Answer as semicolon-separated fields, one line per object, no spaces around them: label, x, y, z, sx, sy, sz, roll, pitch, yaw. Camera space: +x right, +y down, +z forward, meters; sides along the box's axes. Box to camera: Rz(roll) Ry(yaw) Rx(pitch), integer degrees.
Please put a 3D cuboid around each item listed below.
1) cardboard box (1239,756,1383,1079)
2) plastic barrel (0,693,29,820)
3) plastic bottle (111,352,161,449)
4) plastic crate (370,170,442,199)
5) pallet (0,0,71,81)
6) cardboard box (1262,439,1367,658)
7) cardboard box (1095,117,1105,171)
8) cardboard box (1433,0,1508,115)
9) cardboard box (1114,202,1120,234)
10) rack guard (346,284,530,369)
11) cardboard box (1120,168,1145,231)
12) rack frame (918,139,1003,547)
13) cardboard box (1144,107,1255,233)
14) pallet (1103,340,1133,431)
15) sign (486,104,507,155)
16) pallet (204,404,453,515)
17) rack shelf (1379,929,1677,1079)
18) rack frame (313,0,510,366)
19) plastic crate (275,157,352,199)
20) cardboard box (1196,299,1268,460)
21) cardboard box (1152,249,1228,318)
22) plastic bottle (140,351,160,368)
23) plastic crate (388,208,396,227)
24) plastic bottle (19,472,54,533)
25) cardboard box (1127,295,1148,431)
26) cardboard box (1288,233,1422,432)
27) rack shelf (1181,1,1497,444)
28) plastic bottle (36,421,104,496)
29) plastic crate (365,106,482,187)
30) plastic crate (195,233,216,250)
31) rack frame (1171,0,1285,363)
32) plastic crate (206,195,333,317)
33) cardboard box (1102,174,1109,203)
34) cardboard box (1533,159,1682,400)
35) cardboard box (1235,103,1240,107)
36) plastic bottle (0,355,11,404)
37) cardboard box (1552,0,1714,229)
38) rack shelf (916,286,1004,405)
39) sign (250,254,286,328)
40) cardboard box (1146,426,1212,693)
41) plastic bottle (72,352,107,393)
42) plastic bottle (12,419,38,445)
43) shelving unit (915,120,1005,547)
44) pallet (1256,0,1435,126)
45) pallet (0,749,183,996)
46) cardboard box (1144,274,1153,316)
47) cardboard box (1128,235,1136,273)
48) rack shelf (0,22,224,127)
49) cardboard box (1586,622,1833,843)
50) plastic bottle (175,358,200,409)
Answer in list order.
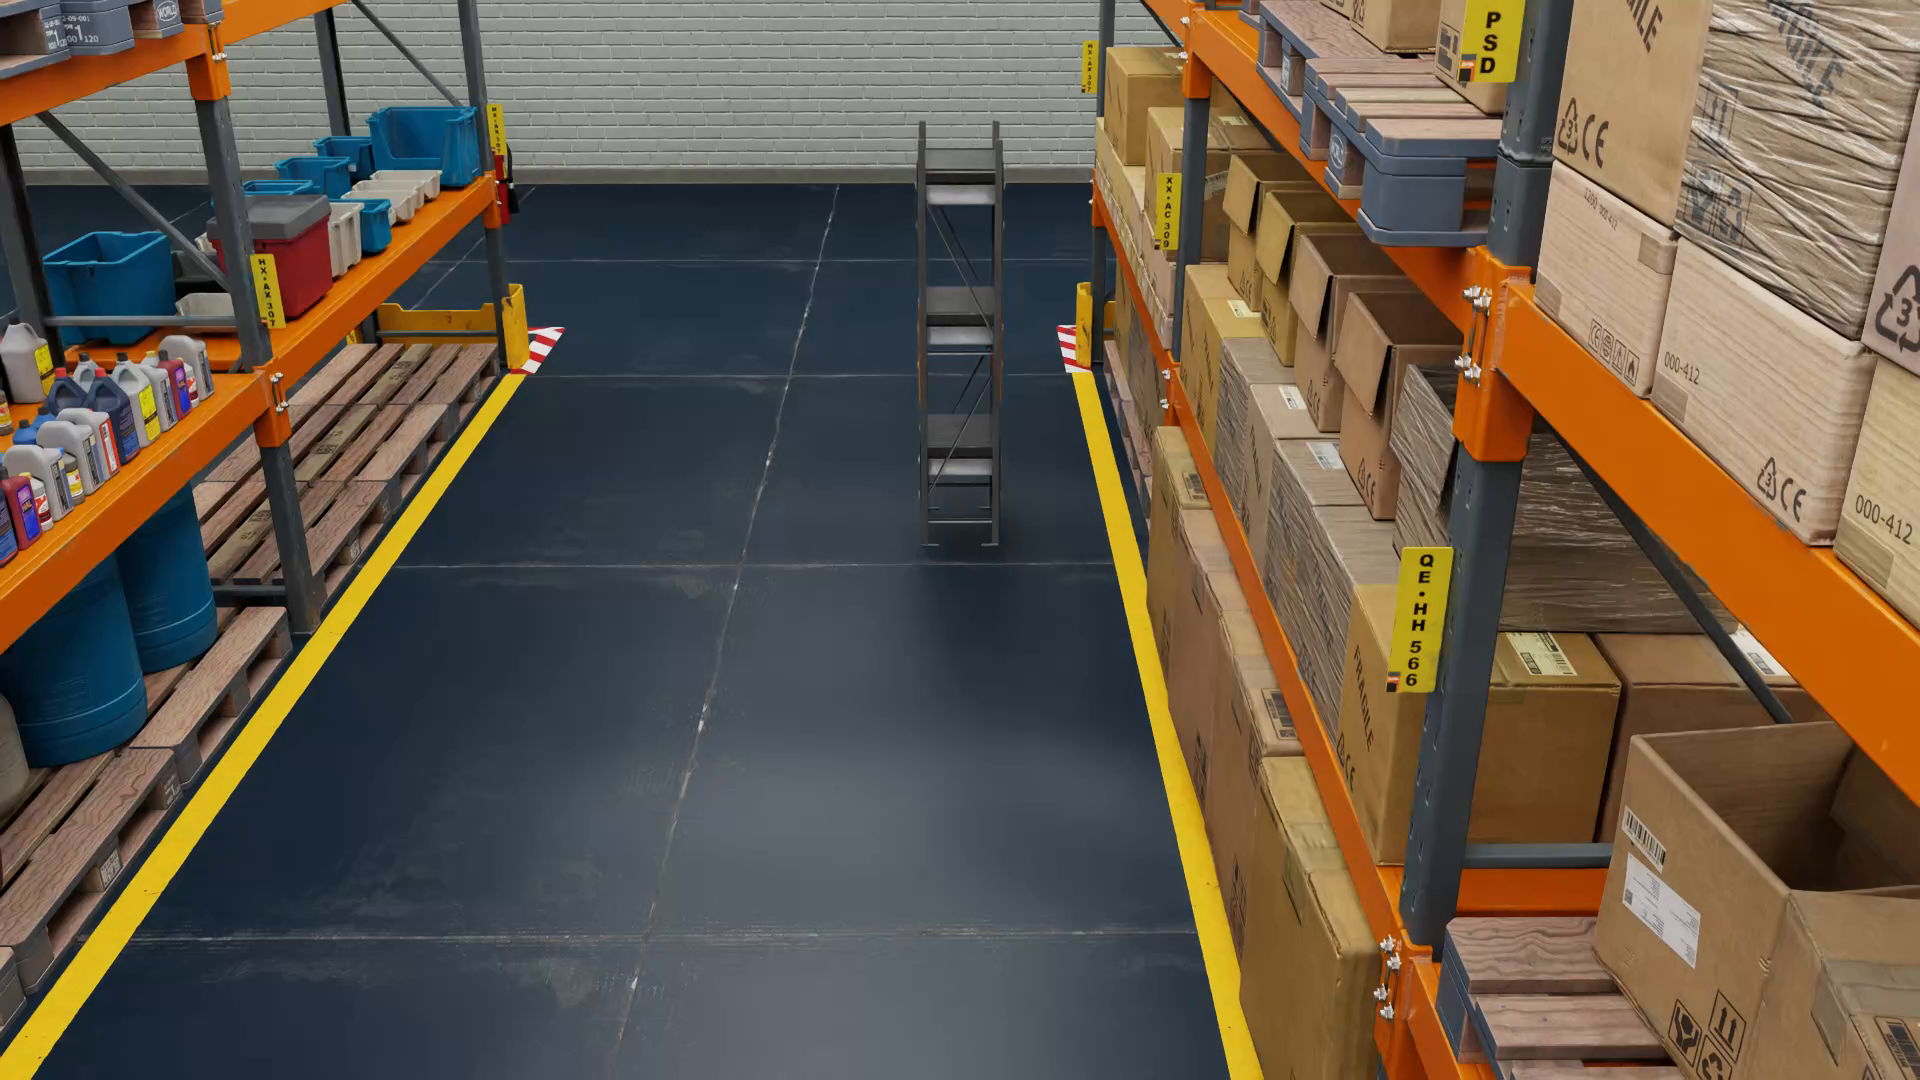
cardboard box;1.491;1.180;4.571;1.225;0.875;0.875;-1;24;-3
plastic barrel;-3.605;0.753;5.955;0.421;0.512;0.421;0;24;0
plastic bottle;-3.181;-0.539;6.362;0.144;0.351;0.185;0;24;-1
plastic crate;-3.372;-2.159;10.131;0.396;0.136;0.243;0;24;-1
pallet;-3.397;-1.430;4.860;1.003;0.211;1.213;0;24;-1
cardboard box;1.216;0.020;4.944;0.500;0.500;0.500;-1;24;-2
cardboard box;1.126;-2.477;10.409;0.500;0.250;0.500;-1;24;-2
cardboard box;1.399;-1.169;3.420;0.797;0.503;0.637;1;24;3
cardboard box;1.081;-1.817;9.433;0.380;0.149;0.250;-1;24;-1
rack guard;-3.576;-1.458;11.367;1.175;0.500;0.348;0;24;-1
cardboard box;1.151;-1.841;9.002;0.500;0.250;0.500;-1;24;-2
rack frame;0.001;-0.924;8.246;0.400;2.100;0.015;0;24;-1
cardboard box;1.160;-1.765;7.923;0.500;0.500;0.500;0;24;0
pallet;1.477;-1.010;10.726;1.003;0.211;1.213;0;24;-1
sign;-3.012;-2.671;10.817;0.100;0.325;0.005;0;24;-1
pallet;-3.582;-0.475;9.544;1.003;0.211;1.213;0;24;-1
rack shelf;1.499;1.839;1.917;1.077;0.370;4.000;0;24;-1
rack frame;-3.562;-2.587;10.830;1.000;3.000;0.127;0;24;-1
plastic crate;-3.882;-2.164;10.024;0.416;0.233;0.300;0;24;-1
cardboard box;1.195;-0.609;6.335;0.500;0.500;0.500;0;24;0
cardboard box;1.167;-1.209;7.604;0.500;0.250;0.500;-1;24;-2
plastic bottle;-3.316;-0.679;6.853;0.097;0.201;0.097;0;24;0
plastic crate;-3.334;-1.803;9.344;0.298;0.136;0.250;0;24;-1
plastic bottle;-3.149;-0.130;5.639;0.097;0.201;0.097;0;24;0
cardboard box;1.487;-1.194;9.819;0.875;0.875;0.875;0;24;-1
cardboard box;1.468;-0.662;5.234;0.797;0.503;0.637;1;24;1
rack shelf;1.456;-1.176;4.943;1.077;0.370;4.000;0;24;-1
plastic bottle;-3.180;-0.307;5.940;0.152;0.276;0.135;0;24;-1
plastic crate;-3.372;-2.493;10.507;0.616;0.435;0.499;0;24;-1
plastic crate;-3.838;-1.562;8.811;0.293;0.136;0.466;0;24;-1
rack frame;1.434;-0.961;7.235;1.000;3.000;0.127;0;24;-1
plastic crate;-3.278;-1.364;7.976;0.402;0.464;0.583;0;24;-1
cardboard box;1.072;-2.136;10.137;0.380;0.149;0.250;-1;24;-2
cardboard box;1.228;-0.416;2.573;0.500;0.250;0.500;0;24;0
cardboard box;1.676;-1.986;8.412;0.500;0.500;0.500;-1;24;-2
plastic bottle;-3.940;-0.678;6.750;0.061;0.283;0.133;0;24;-1
cardboard box;1.226;-0.758;2.418;0.500;0.500;0.500;0;24;0
rack shelf;-0.002;-1.012;8.474;0.431;0.518;0.480;0;24;-1
sign;-2.969;-1.067;7.132;0.100;0.325;0.005;0;24;-1
cardboard box;1.461;0.079;7.003;1.225;0.875;0.875;0;24;0
plastic bottle;-3.326;-0.538;6.360;0.144;0.351;0.185;0;24;-1
plastic bottle;-3.305;-0.297;5.923;0.097;0.271;0.097;0;24;0
shelving unit;-0.002;-1.025;8.468;0.431;2.100;0.503;0;24;-1
pallet;1.402;-1.319;4.616;1.003;0.211;1.213;1;24;2
pallet;-3.536;1.154;5.943;1.003;0.211;1.213;0;24;-1
cardboard box;1.097;-1.183;8.030;0.380;0.149;0.250;-1;24;-1
cardboard box;1.089;-1.500;8.732;0.380;0.149;0.250;-1;24;-1
rack shelf;-3.497;-1.154;4.894;1.077;0.370;4.000;0;24;-1
cardboard box;1.744;0.440;4.015;0.500;0.500;0.500;0;24;1
plastic bottle;-3.162;-0.640;6.765;0.097;0.201;0.097;0;24;0
